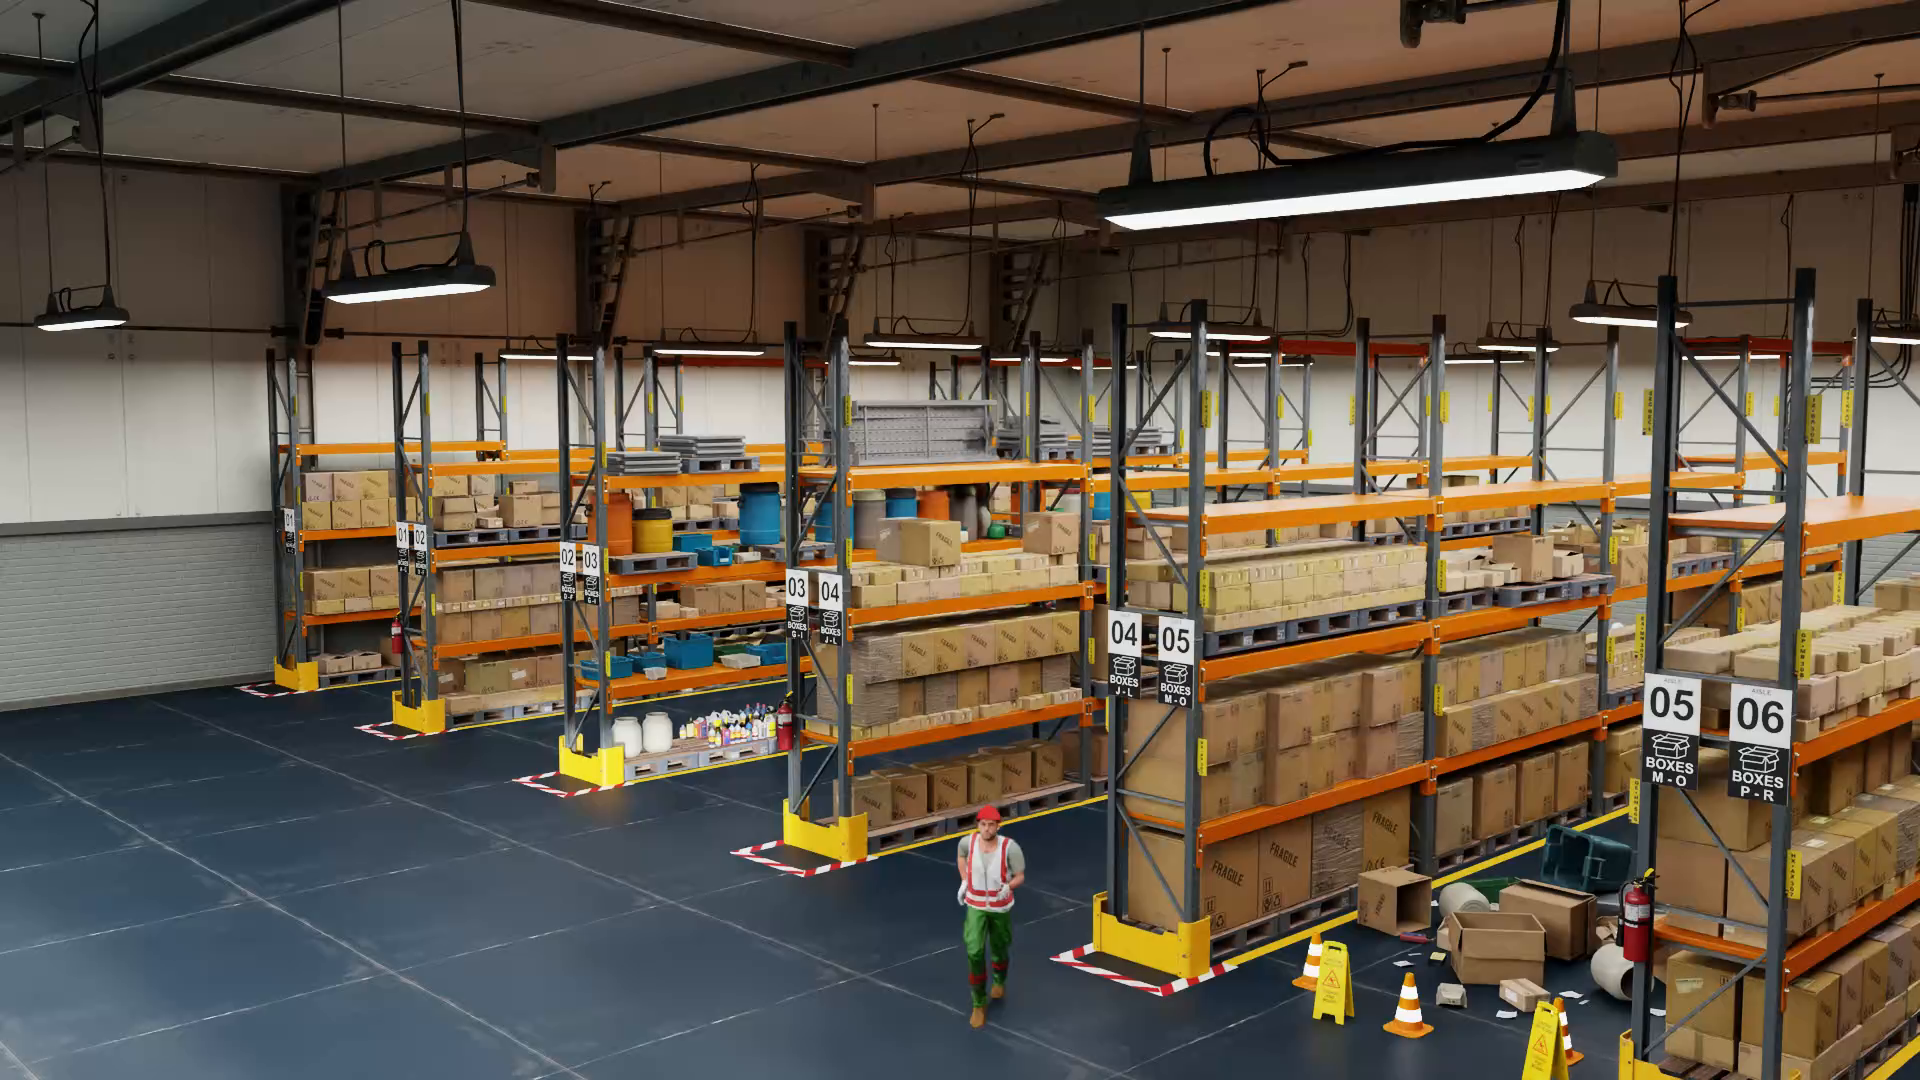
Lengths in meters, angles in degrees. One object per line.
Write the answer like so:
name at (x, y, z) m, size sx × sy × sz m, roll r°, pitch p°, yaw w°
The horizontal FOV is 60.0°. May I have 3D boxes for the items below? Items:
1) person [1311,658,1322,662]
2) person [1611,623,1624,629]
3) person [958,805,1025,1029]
person at (4.829, 2.338, 22.418) m, size 0.980 × 1.765 × 0.732 m, roll -5°, pitch 7°, yaw -45°
person at (10.259, 2.109, 25.756) m, size 0.659 × 1.718 × 0.890 m, roll 4°, pitch 6°, yaw 36°
person at (0.255, 3.085, 13.857) m, size 0.575 × 1.823 × 0.877 m, roll 0°, pitch 5°, yaw 4°
